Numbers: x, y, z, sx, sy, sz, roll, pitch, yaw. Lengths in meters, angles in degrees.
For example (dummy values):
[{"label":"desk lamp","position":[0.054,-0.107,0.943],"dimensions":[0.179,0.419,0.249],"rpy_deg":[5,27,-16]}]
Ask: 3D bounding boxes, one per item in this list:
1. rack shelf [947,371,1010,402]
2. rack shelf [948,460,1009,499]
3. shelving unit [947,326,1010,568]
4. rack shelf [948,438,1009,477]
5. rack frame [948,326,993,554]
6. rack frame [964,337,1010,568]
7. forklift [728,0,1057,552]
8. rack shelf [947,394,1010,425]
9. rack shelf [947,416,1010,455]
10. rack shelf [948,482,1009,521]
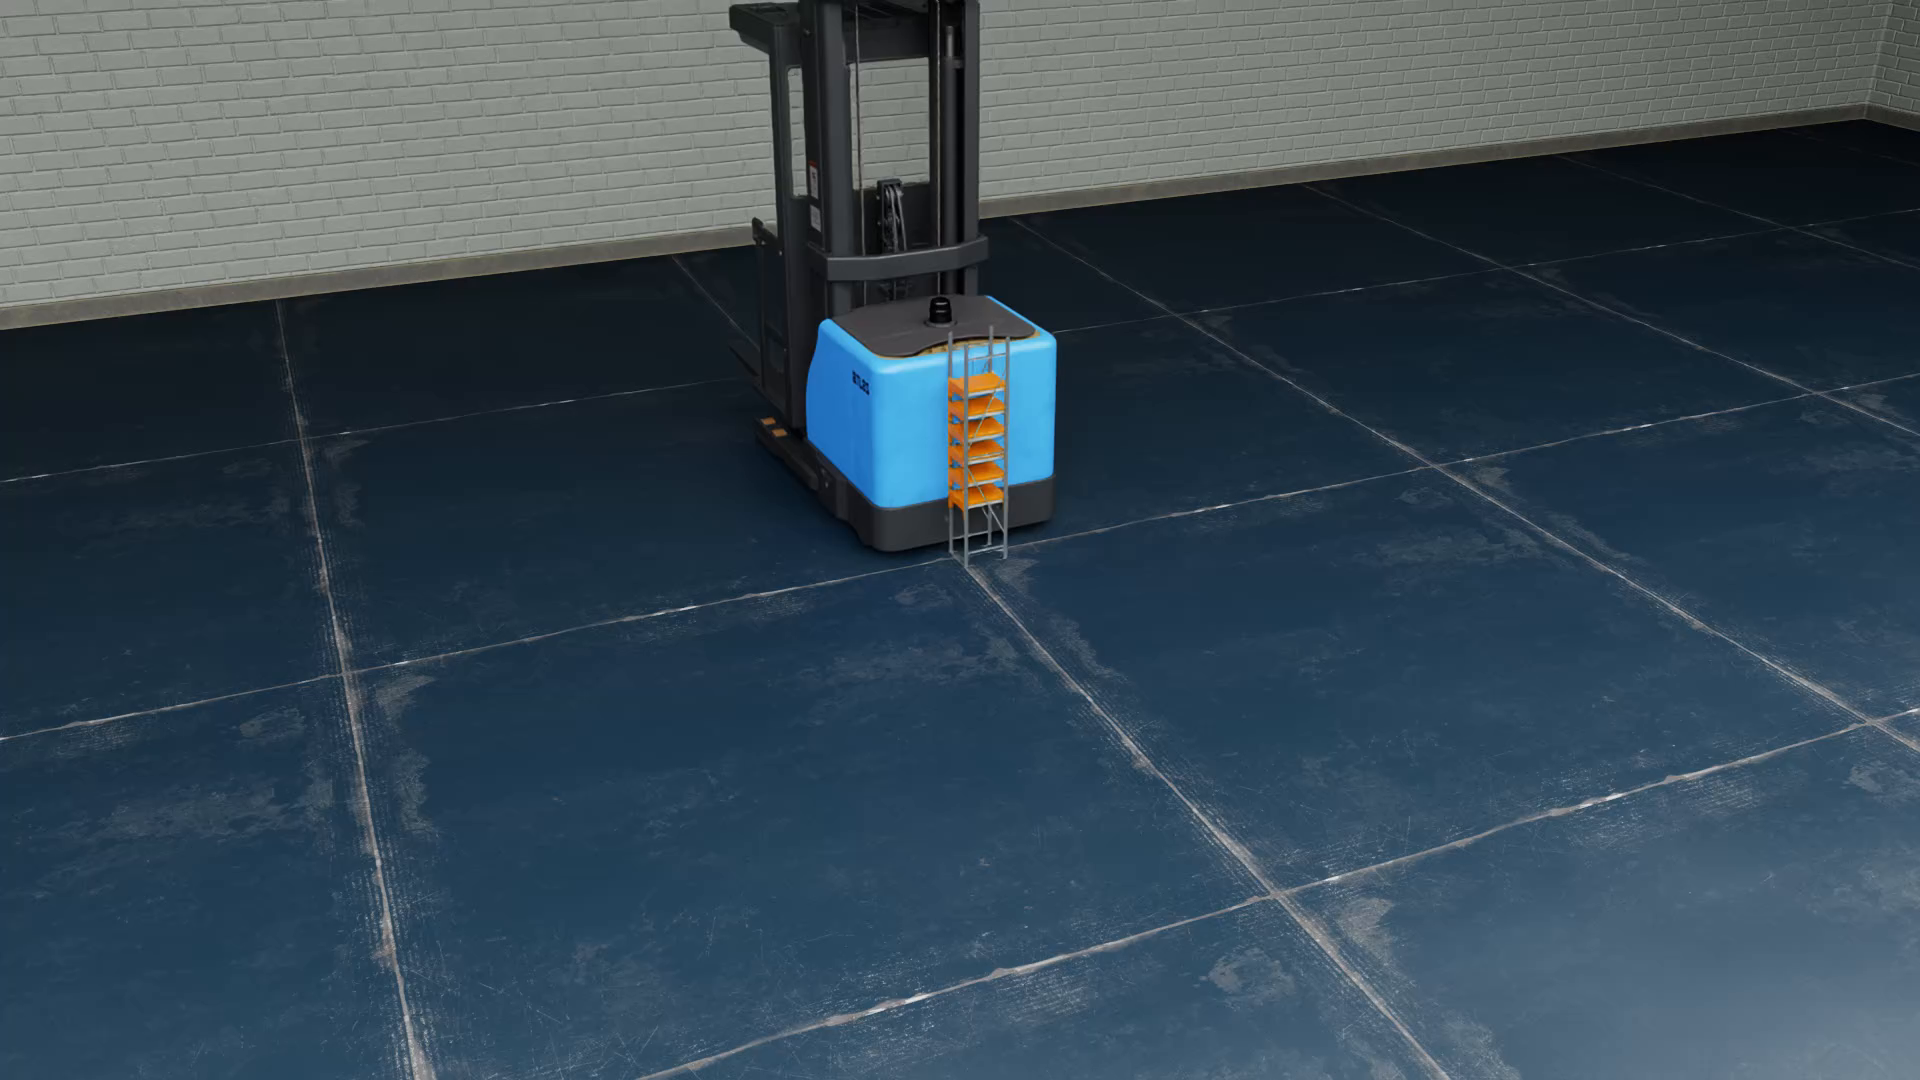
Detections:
[{"label":"rack shelf","position":[0.092,-0.737,8.173],"dimensions":[0.258,0.103,0.180],"rpy_deg":[-12,28,-22]},{"label":"rack shelf","position":[0.092,-0.306,8.384],"dimensions":[0.258,0.103,0.180],"rpy_deg":[-12,28,-22]},{"label":"shelving unit","position":[0.092,-0.454,8.312],"dimensions":[0.258,1.200,0.189],"rpy_deg":[-12,28,-22]},{"label":"rack shelf","position":[0.092,-0.414,8.331],"dimensions":[0.258,0.103,0.180],"rpy_deg":[-12,28,-22]},{"label":"rack frame","position":[0.053,-0.490,8.386],"dimensions":[0.240,1.200,0.006],"rpy_deg":[-12,28,-22]},{"label":"rack frame","position":[0.131,-0.417,8.237],"dimensions":[0.240,1.200,0.006],"rpy_deg":[-12,28,-22]},{"label":"forklift","position":[-0.574,-1.876,9.252],"dimensions":[1.130,2.935,3.031],"rpy_deg":[-12,28,-22]},{"label":"rack shelf","position":[0.092,-0.629,8.226],"dimensions":[0.258,0.103,0.180],"rpy_deg":[-12,28,-22]},{"label":"rack shelf","position":[0.092,-0.522,8.279],"dimensions":[0.258,0.103,0.180],"rpy_deg":[-12,28,-22]},{"label":"rack shelf","position":[0.092,-0.198,8.437],"dimensions":[0.258,0.103,0.180],"rpy_deg":[-12,28,-22]}]
